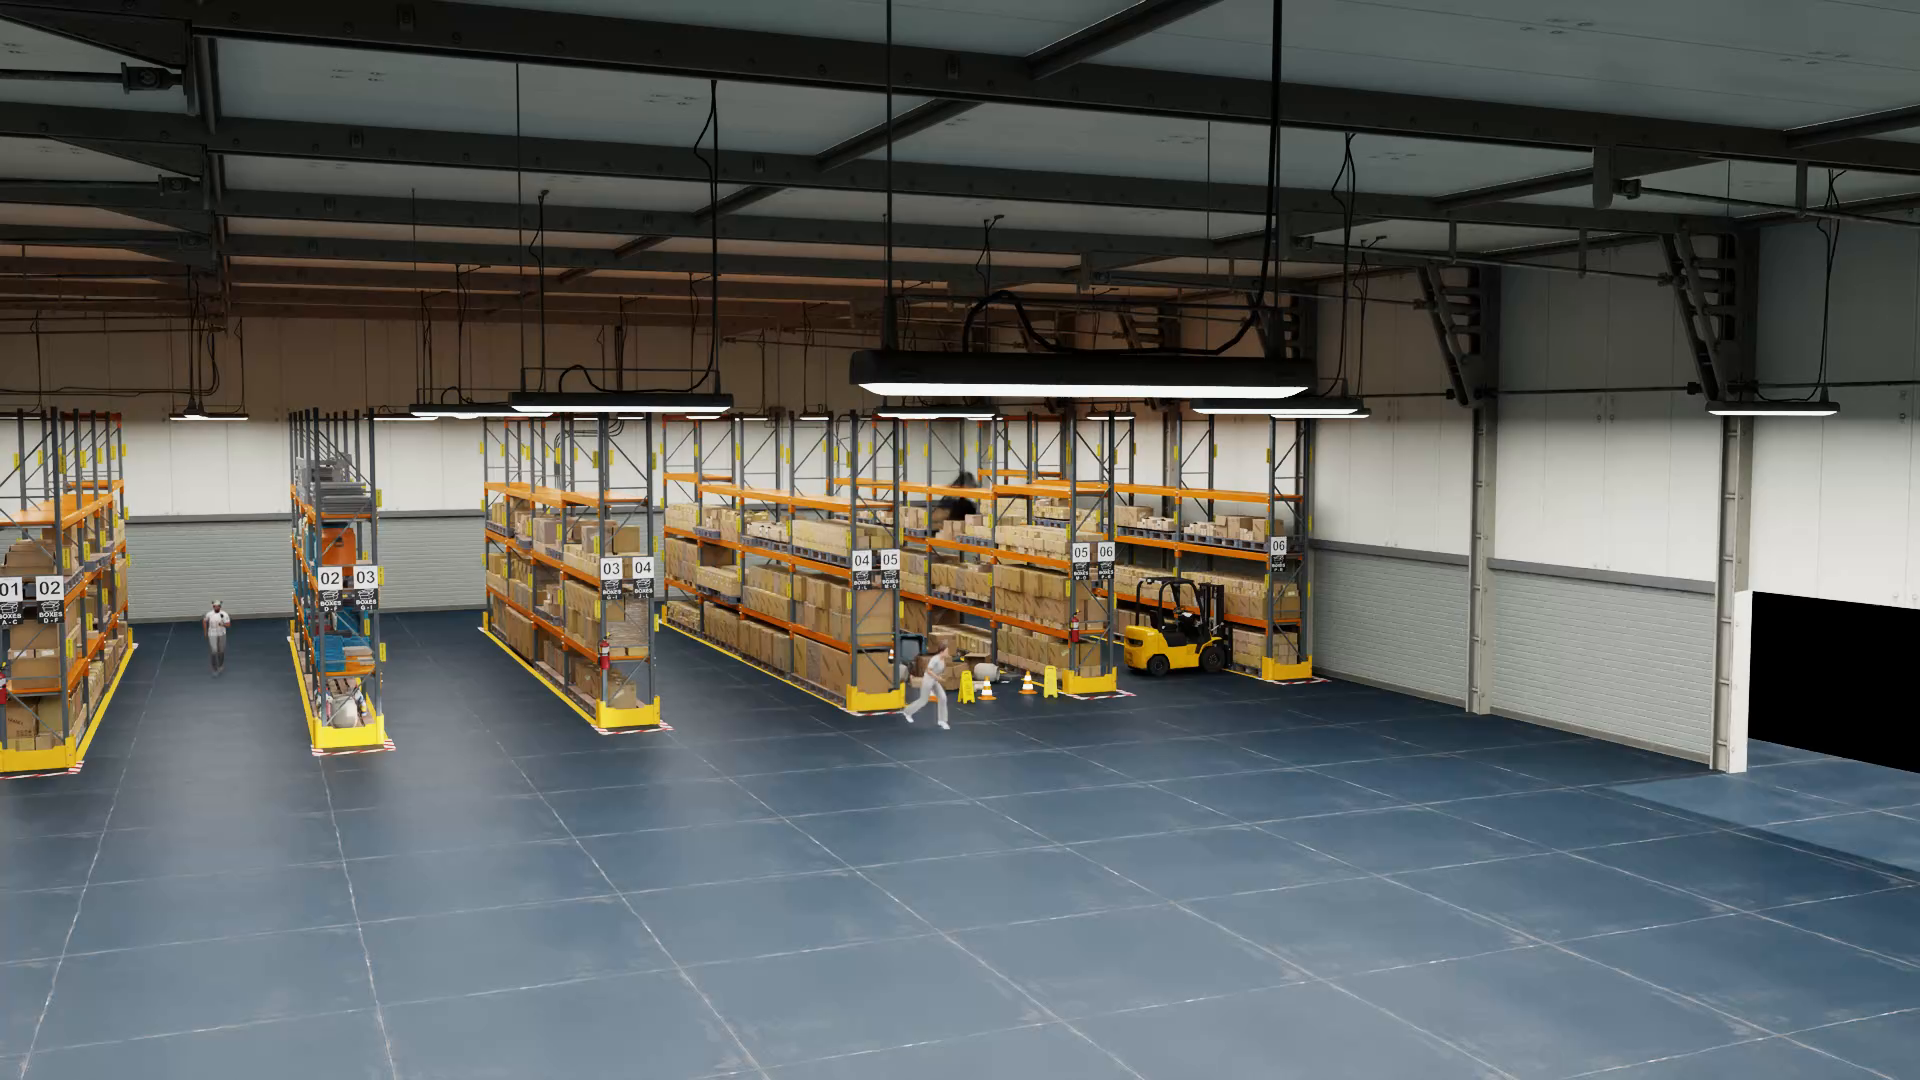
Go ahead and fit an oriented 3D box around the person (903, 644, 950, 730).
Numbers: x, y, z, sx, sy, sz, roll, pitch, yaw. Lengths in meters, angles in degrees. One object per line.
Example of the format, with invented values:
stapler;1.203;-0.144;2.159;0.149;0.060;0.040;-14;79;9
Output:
person;-0.618;2.746;31.357;1.008;1.625;0.601;2;4;21

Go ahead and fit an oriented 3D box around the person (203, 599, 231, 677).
person;-16.925;2.222;37.903;0.549;1.755;0.755;-2;5;-30
